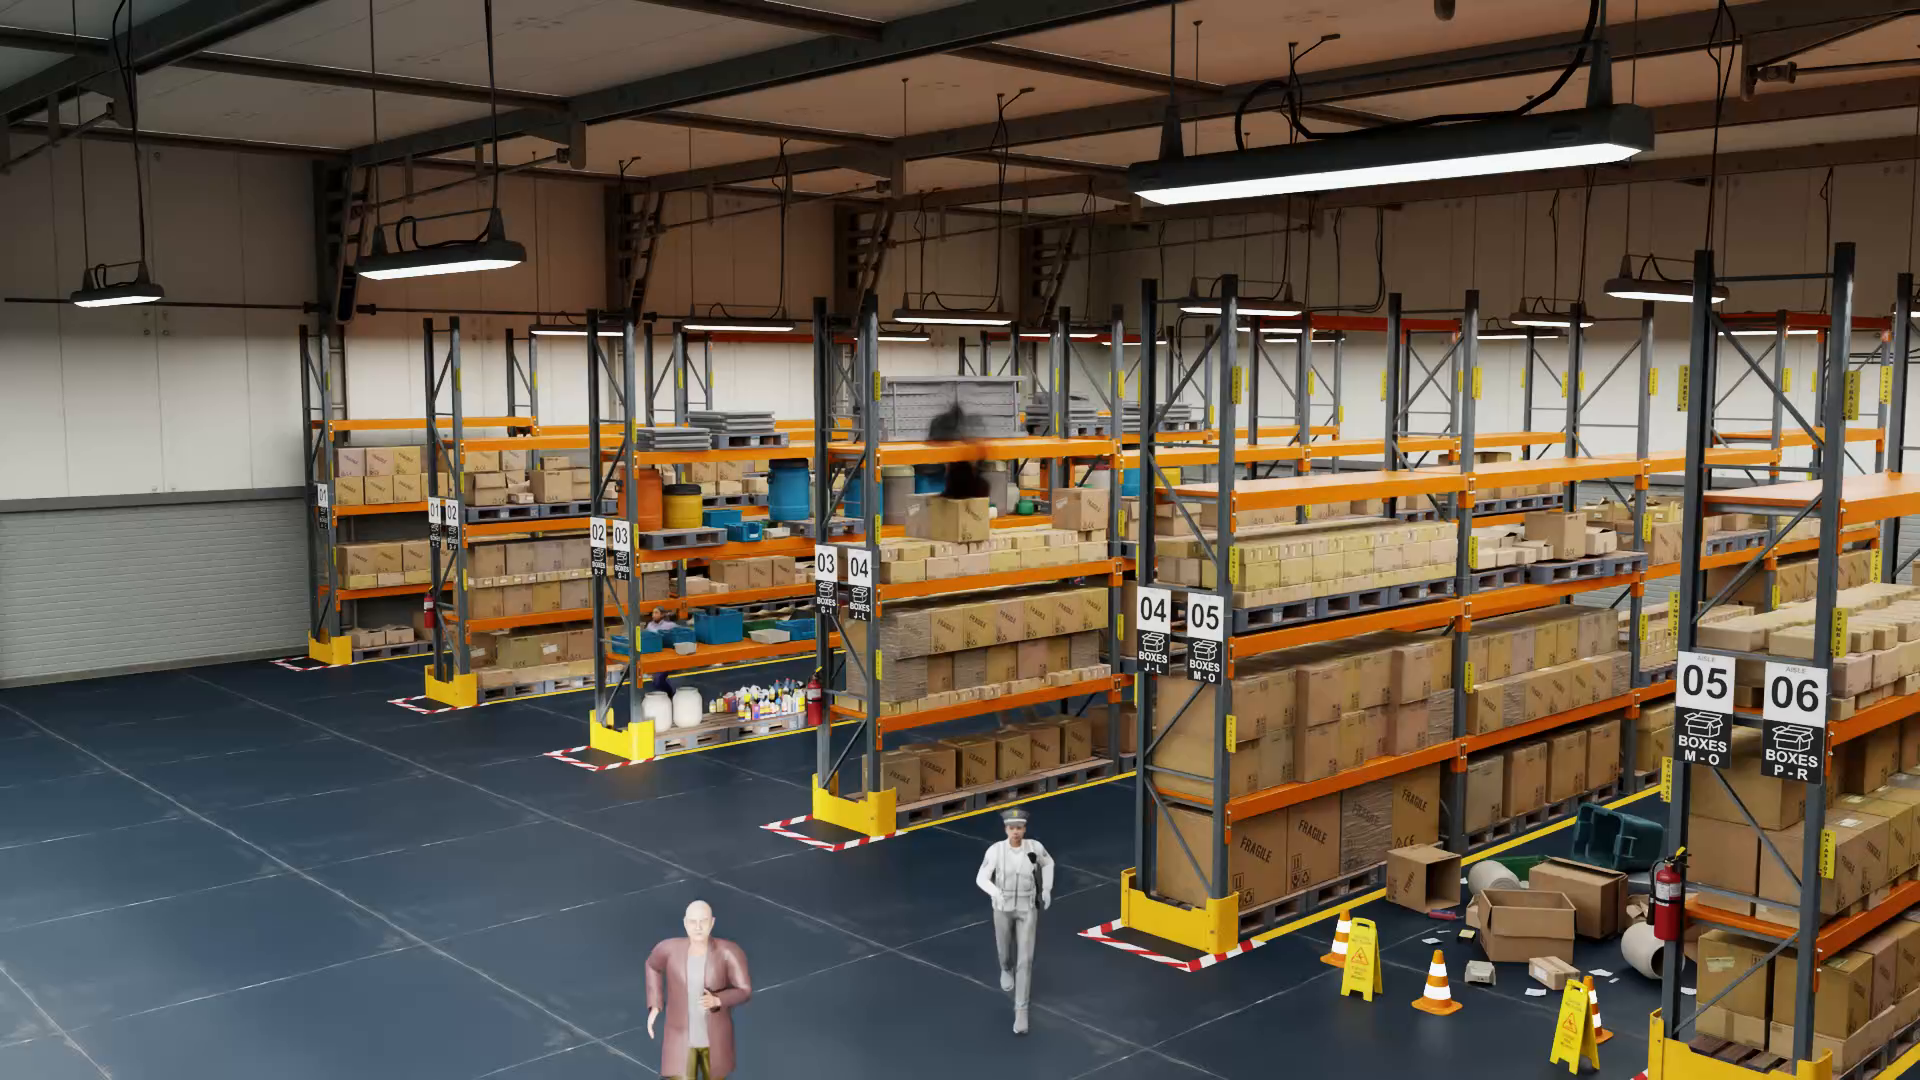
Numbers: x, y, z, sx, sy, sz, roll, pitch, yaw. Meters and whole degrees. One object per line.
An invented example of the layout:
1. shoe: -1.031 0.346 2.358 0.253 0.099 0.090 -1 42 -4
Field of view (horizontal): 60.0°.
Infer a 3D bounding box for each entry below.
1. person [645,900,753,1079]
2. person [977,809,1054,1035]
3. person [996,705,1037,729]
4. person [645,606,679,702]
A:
1. person: -1.671 3.200 10.624 0.667 1.833 0.908 -1 6 -9
2. person: 0.450 2.976 13.355 0.633 1.713 0.908 0 6 0
3. person: 0.794 2.005 22.957 0.631 1.798 0.768 5 7 38
4. person: -4.505 1.904 24.978 0.602 1.486 0.886 4 7 32
